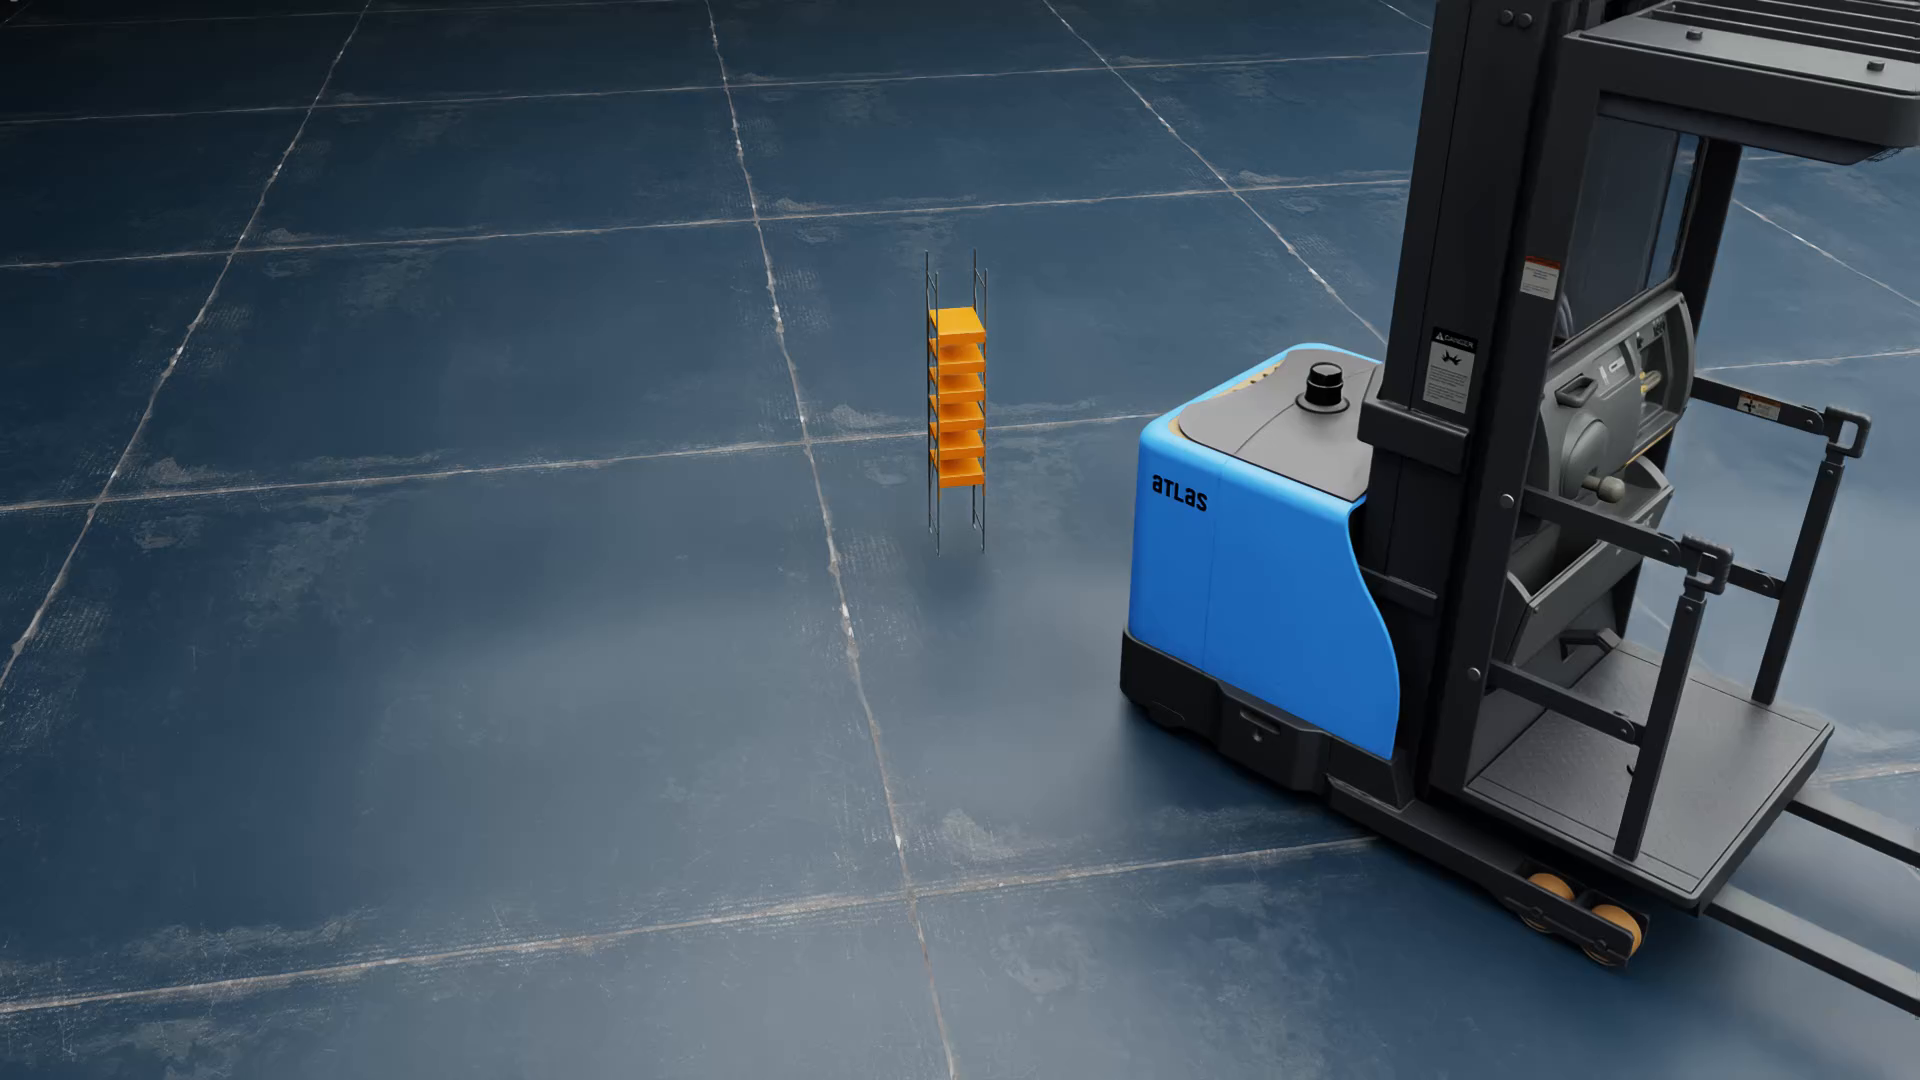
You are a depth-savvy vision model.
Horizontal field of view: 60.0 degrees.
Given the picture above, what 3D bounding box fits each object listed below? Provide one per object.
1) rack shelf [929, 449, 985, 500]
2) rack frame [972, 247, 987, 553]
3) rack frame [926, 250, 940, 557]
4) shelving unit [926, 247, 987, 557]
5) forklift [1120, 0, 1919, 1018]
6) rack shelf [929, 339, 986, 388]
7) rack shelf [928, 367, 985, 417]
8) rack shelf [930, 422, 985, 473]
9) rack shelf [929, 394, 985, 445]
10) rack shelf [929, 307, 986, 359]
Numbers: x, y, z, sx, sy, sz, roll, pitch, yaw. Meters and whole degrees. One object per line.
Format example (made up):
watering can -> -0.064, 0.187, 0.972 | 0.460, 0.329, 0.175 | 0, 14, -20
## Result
rack shelf -> -0.014, -0.271, 6.588 | 0.180, 0.103, 0.258 | -5, 31, -9
rack frame -> 0.076, -0.524, 6.458 | 0.006, 1.200, 0.240 | -5, 31, -9
rack frame -> -0.104, -0.508, 6.429 | 0.006, 1.200, 0.240 | -5, 31, -9
shelving unit -> -0.014, -0.516, 6.444 | 0.189, 1.200, 0.258 | -5, 31, -9
forklift -> 1.972, -0.362, 4.474 | 3.031, 2.935, 1.130 | 25, 39, 36
rack shelf -> -0.014, -0.684, 6.344 | 0.180, 0.103, 0.258 | -5, 31, -9
rack shelf -> -0.014, -0.581, 6.405 | 0.180, 0.103, 0.258 | -5, 31, -9
rack shelf -> -0.014, -0.374, 6.527 | 0.180, 0.103, 0.258 | -5, 31, -9
rack shelf -> -0.014, -0.478, 6.466 | 0.180, 0.103, 0.258 | -5, 31, -9
rack shelf -> -0.014, -0.788, 6.284 | 0.180, 0.103, 0.258 | -5, 31, -9
